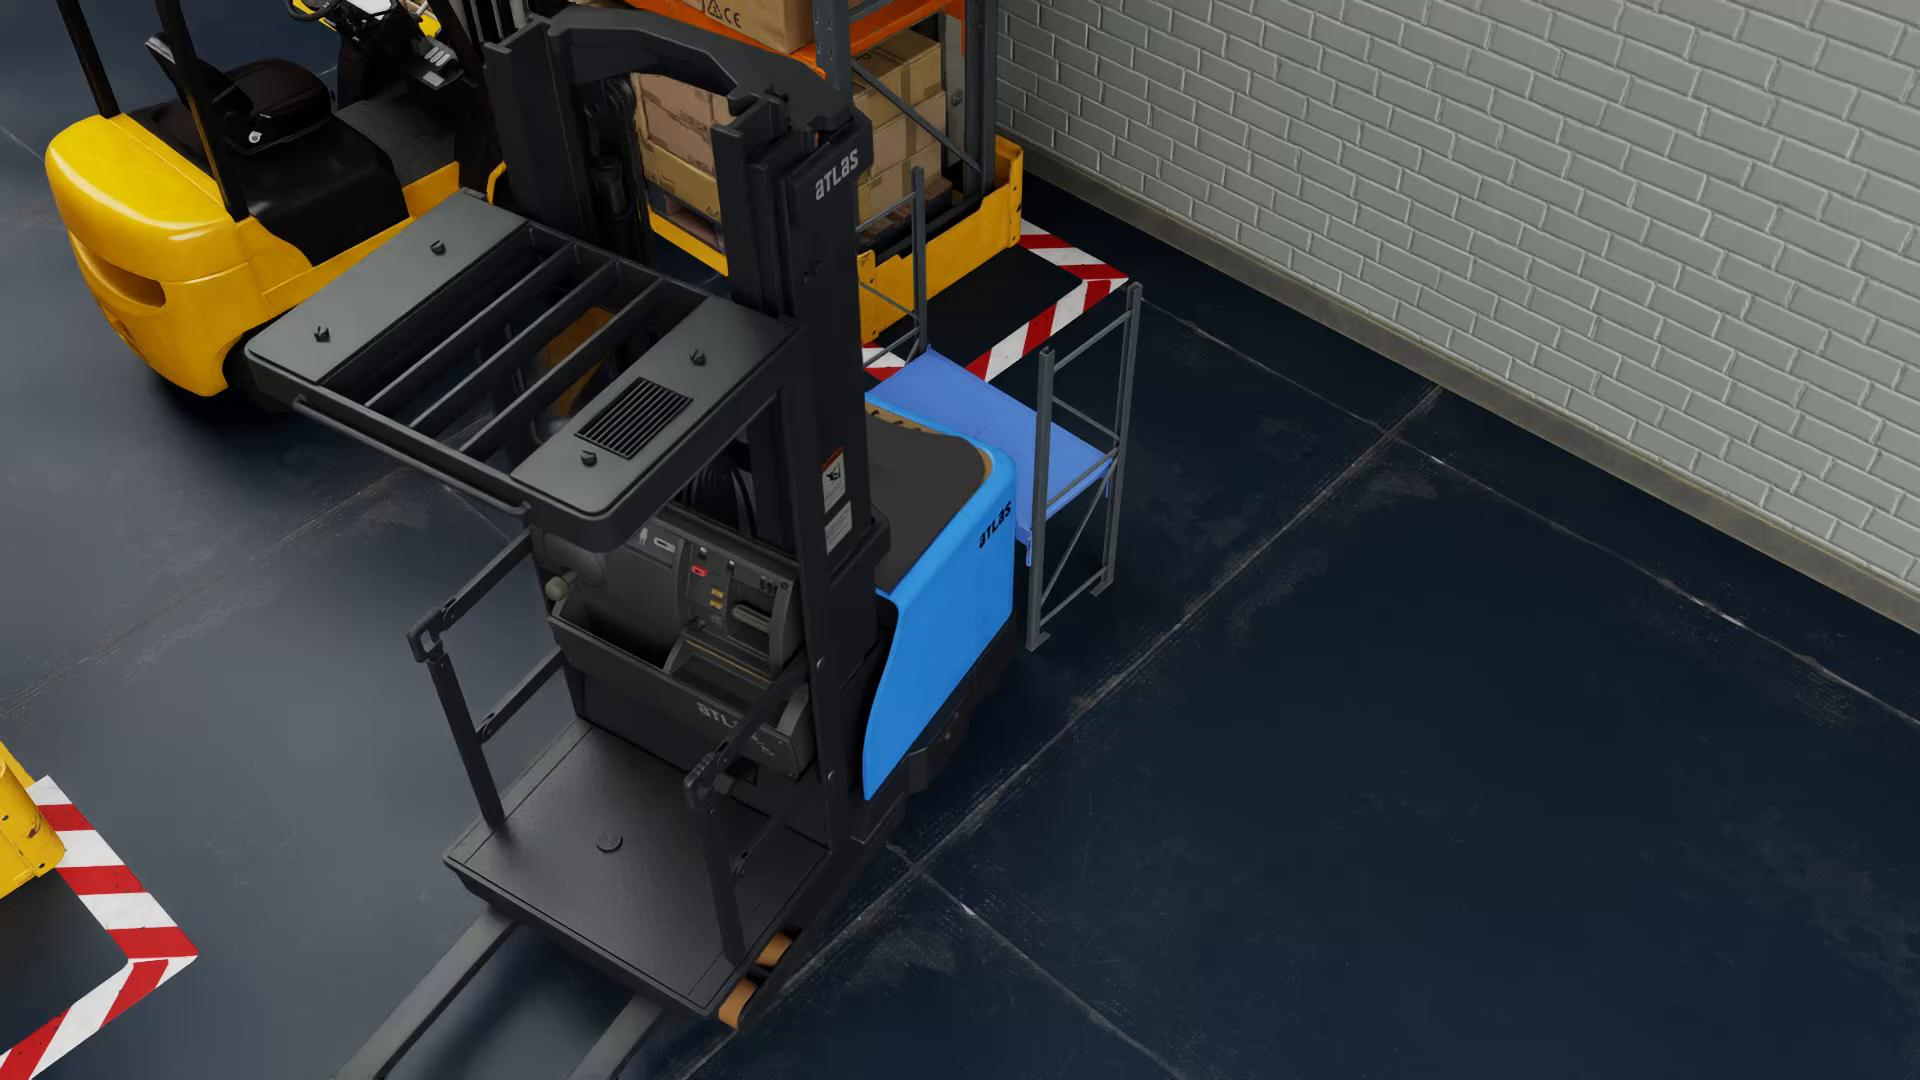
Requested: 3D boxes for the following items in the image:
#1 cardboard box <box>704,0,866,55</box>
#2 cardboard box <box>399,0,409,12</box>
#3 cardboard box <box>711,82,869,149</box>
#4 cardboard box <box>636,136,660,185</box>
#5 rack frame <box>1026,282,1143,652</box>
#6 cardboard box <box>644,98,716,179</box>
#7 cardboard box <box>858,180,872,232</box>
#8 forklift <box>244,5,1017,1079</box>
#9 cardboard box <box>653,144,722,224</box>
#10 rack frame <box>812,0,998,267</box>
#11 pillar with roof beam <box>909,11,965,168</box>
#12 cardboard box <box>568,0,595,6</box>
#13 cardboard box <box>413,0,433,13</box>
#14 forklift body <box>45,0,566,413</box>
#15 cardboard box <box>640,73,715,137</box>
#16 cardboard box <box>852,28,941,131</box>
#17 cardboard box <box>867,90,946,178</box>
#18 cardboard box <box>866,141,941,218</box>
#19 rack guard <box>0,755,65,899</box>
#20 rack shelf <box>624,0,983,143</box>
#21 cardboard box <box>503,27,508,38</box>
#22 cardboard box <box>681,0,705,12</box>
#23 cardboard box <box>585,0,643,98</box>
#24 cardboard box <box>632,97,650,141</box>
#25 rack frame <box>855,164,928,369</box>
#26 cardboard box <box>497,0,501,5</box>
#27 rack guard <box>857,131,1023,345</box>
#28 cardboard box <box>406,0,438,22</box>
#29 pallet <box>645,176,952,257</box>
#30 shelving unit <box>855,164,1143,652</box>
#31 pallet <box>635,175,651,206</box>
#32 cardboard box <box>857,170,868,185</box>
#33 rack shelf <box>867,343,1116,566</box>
[{"bbox_3d":[-0.752,-2.456,7.039,0.500,0.500,0.500,33,55,27],"label":"cardboard box"},{"bbox_3d":[-3.021,-3.083,9.294,0.500,0.250,0.500,34,56,28],"label":"cardboard box"},{"bbox_3d":[-0.763,-1.925,7.521,0.500,0.250,0.500,36,56,29],"label":"cardboard box"},{"bbox_3d":[-1.493,-2.088,8.360,0.500,0.250,0.500,35,56,28],"label":"cardboard box"},{"bbox_3d":[0.436,-0.220,6.036,0.032,1.500,0.500,34,55,28],"label":"rack frame"},{"bbox_3d":[-1.144,-2.020,7.953,0.500,0.250,0.500,33,55,27],"label":"cardboard box"},{"bbox_3d":[-0.772,-1.585,7.887,0.500,0.250,0.500,34,56,28],"label":"cardboard box"},{"bbox_3d":[-0.981,0.180,4.679,1.130,2.935,3.031,24,51,21],"label":"forklift"},{"bbox_3d":[-1.131,-1.836,8.123,0.500,0.250,0.500,34,55,28],"label":"cardboard box"},{"bbox_3d":[-0.213,-2.320,6.979,0.127,3.000,1.000,34,55,28],"label":"rack frame"},{"bbox_3d":[-3.033,-2.894,3.403,0.400,9.000,9.100,34,55,28],"label":"pillar with roof beam"},{"bbox_3d":[-1.887,-2.673,8.223,0.500,0.250,0.500,33,55,27],"label":"cardboard box"},{"bbox_3d":[-2.634,-3.019,8.890,0.500,0.250,0.500,34,55,27],"label":"cardboard box"},{"bbox_3d":[-2.843,-1.989,7.251,1.214,2.155,2.313,34,55,28],"label":"forklift body"},{"bbox_3d":[-1.142,-2.174,7.755,0.500,0.250,0.500,35,56,28],"label":"cardboard box"},{"bbox_3d":[-0.437,-2.203,7.782,0.500,0.250,0.500,33,55,27],"label":"cardboard box"},{"bbox_3d":[-0.417,-2.037,7.969,0.500,0.250,0.500,35,56,28],"label":"cardboard box"},{"bbox_3d":[-0.441,-1.870,8.155,0.500,0.250,0.500,34,56,28],"label":"cardboard box"},{"bbox_3d":[-3.632,1.159,5.427,0.348,0.500,1.175,34,55,28],"label":"rack guard"},{"bbox_3d":[-1.682,-3.062,8.170,4.000,0.370,1.077,34,55,28],"label":"rack shelf"},{"bbox_3d":[-2.273,-2.764,8.651,0.500,0.250,0.500,33,55,27],"label":"cardboard box"},{"bbox_3d":[-1.127,-2.718,7.284,0.500,0.500,0.500,36,56,29],"label":"cardboard box"},{"bbox_3d":[-1.519,-2.418,7.984,0.500,0.250,0.500,35,56,28],"label":"cardboard box"},{"bbox_3d":[-1.537,-2.264,8.182,0.500,0.250,0.500,33,55,27],"label":"cardboard box"},{"bbox_3d":[-0.311,-0.723,6.508,0.032,1.500,0.500,34,55,28],"label":"rack frame"},{"bbox_3d":[-2.267,-2.937,8.471,0.500,0.250,0.500,36,56,29],"label":"cardboard box"},{"bbox_3d":[-0.195,-1.452,7.879,0.348,0.500,1.175,34,55,28],"label":"rack guard"},{"bbox_3d":[-2.637,-2.841,9.066,0.500,0.250,0.500,33,55,27],"label":"cardboard box"},{"bbox_3d":[-0.803,-1.721,8.329,1.213,0.211,1.003,34,55,28],"label":"pallet"},{"bbox_3d":[0.063,-0.471,6.272,1.048,1.500,0.538,34,55,28],"label":"shelving unit"},{"bbox_3d":[-1.695,-2.324,8.896,1.213,0.211,1.003,34,55,28],"label":"pallet"},{"bbox_3d":[-0.782,-1.766,7.715,0.500,0.250,0.500,33,55,27],"label":"cardboard box"},{"bbox_3d":[0.063,-0.348,6.403,1.000,0.185,0.538,34,55,28],"label":"rack shelf"}]
